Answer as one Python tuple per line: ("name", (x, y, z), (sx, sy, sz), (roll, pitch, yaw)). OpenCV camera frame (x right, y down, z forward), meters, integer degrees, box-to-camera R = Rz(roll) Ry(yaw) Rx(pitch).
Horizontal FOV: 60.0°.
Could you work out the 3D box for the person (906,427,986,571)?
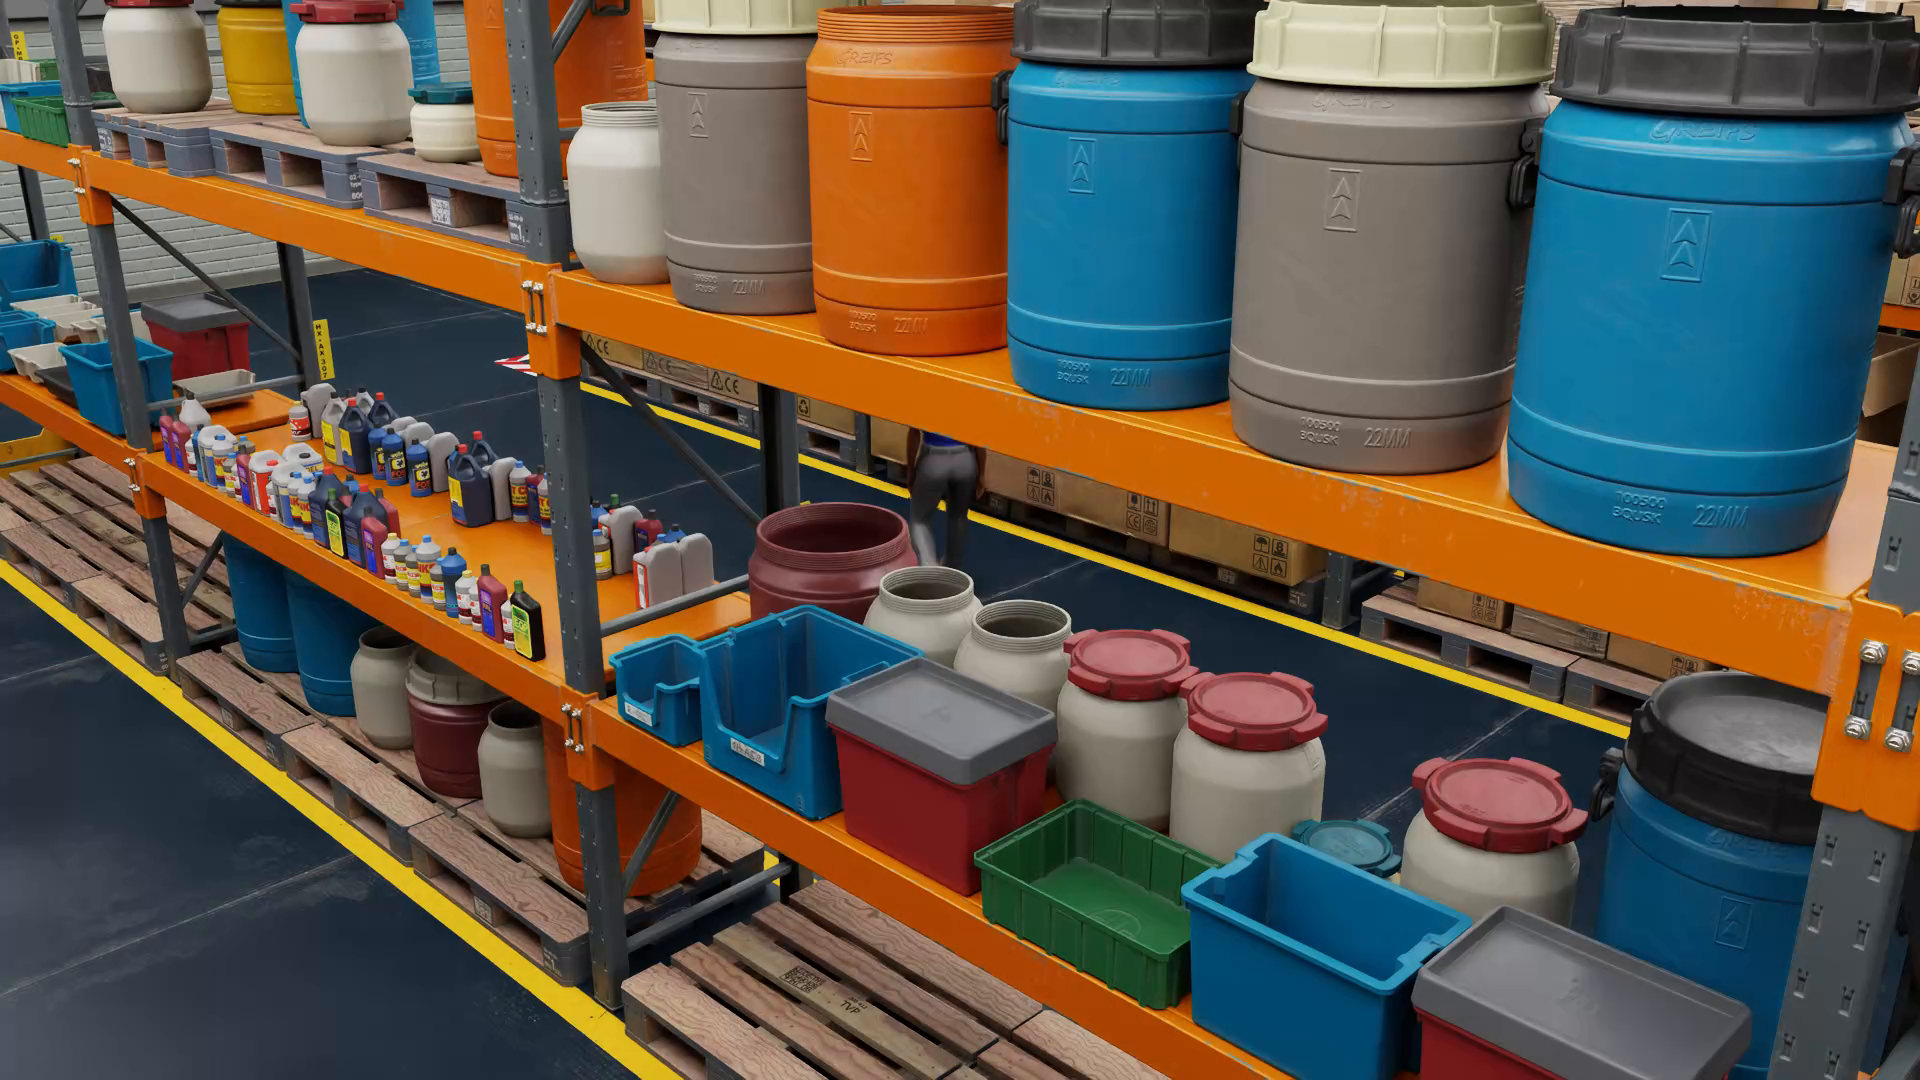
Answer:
("person", (-0.091, -0.437, 9.767), (0.466, 1.611, 0.862), (-4, 21, -11))
